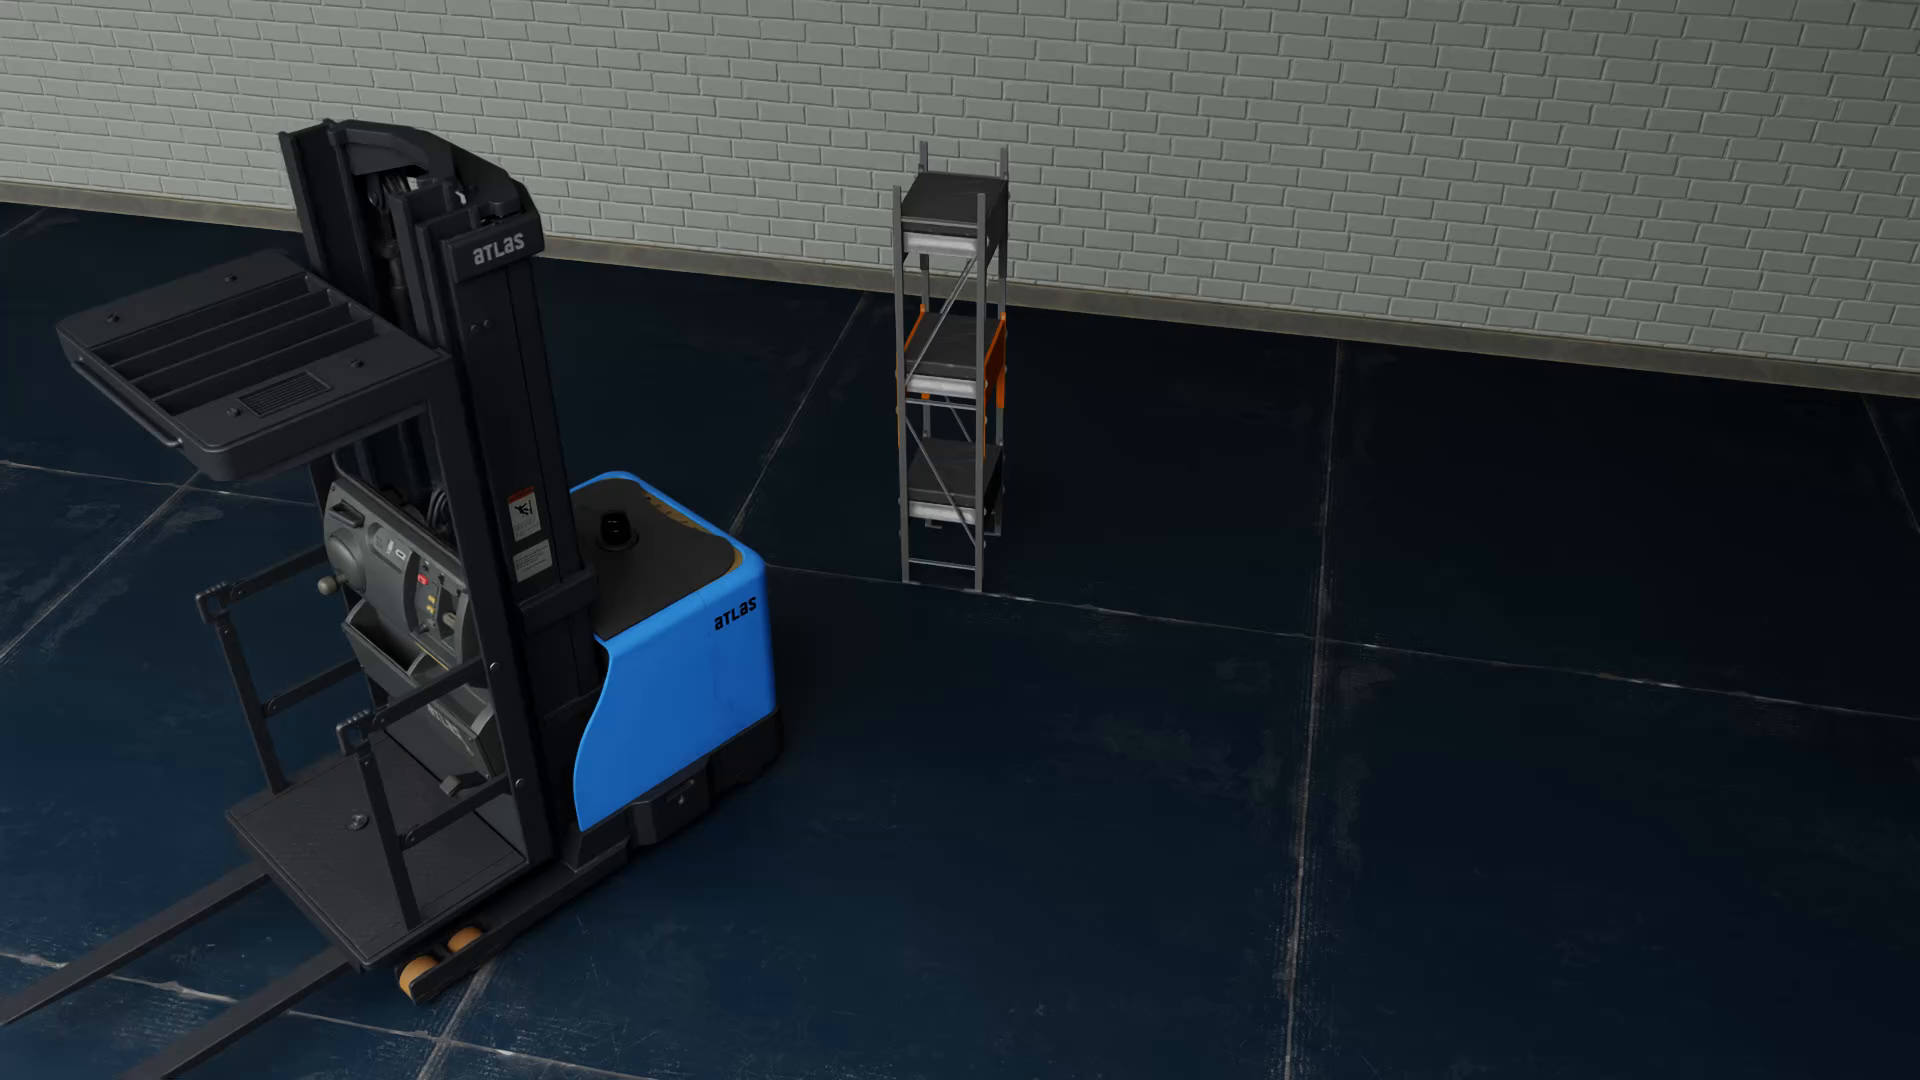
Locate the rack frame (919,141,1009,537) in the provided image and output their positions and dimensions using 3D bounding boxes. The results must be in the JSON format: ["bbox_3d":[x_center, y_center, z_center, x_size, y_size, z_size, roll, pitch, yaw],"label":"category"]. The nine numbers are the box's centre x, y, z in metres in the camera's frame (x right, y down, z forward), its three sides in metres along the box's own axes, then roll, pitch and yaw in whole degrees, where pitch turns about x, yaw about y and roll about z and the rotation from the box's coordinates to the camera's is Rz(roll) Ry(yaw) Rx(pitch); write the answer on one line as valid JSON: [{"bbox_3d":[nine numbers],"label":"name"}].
[{"bbox_3d":[0.017,-0.895,7.966,0.400,2.100,0.015,7,37,10],"label":"rack frame"}]

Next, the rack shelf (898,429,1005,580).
[{"bbox_3d":[-0.035,-0.177,8.192,0.431,0.518,0.480,7,37,10],"label":"rack shelf"}]

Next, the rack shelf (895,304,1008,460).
[{"bbox_3d":[-0.035,-0.744,7.781,0.431,0.518,0.480,7,37,10],"label":"rack shelf"}]

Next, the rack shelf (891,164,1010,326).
[{"bbox_3d":[-0.035,-1.311,7.370,0.431,0.518,0.480,7,37,10],"label":"rack shelf"}]

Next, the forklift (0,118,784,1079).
[{"bbox_3d":[-2.144,0.178,5.776,1.130,2.935,3.031,30,45,34],"label":"forklift"}]

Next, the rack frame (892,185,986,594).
[{"bbox_3d":[-0.087,-0.615,7.580,0.400,2.100,0.015,7,37,10],"label":"rack frame"}]

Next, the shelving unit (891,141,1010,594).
[{"bbox_3d":[-0.035,-0.755,7.773,0.431,2.100,0.503,7,37,10],"label":"shelving unit"}]
